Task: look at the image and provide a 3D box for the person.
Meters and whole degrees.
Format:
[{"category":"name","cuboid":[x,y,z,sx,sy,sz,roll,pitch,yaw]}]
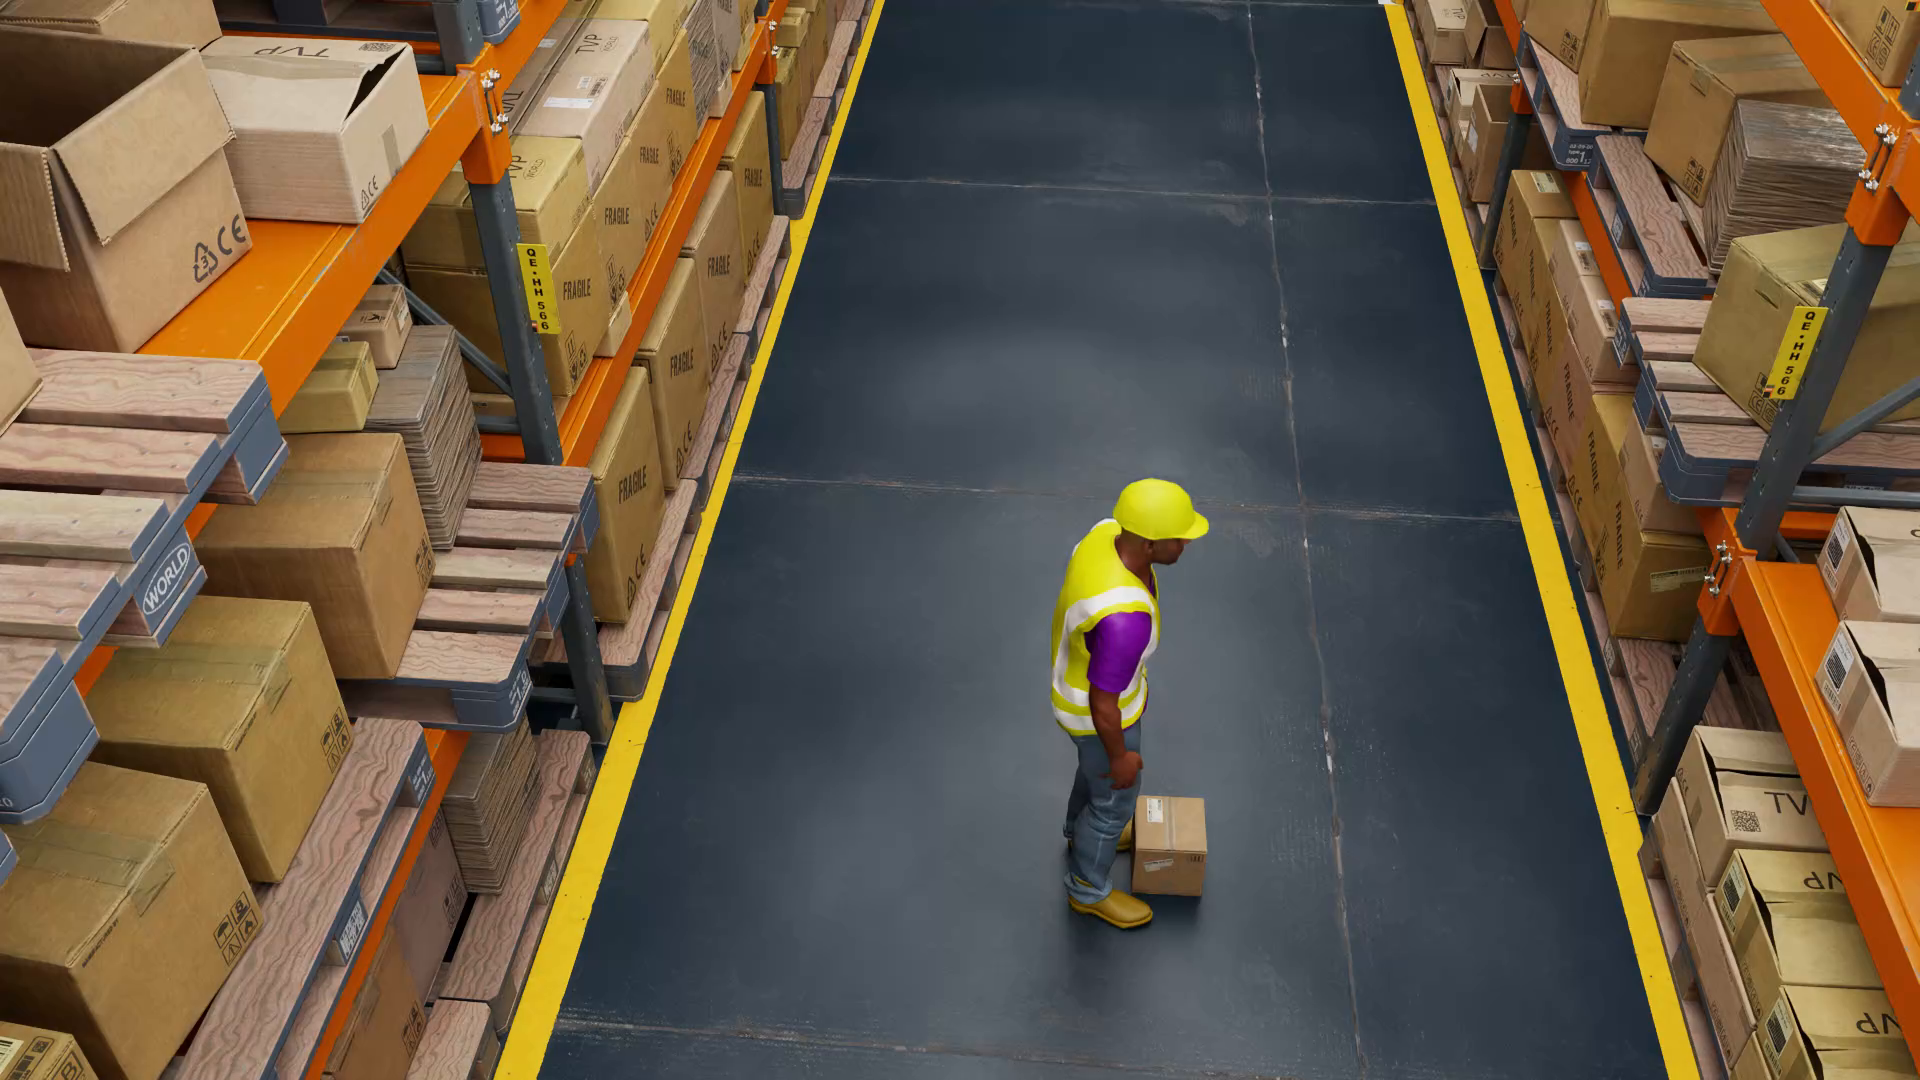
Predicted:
[{"category":"person","cuboid":[0.525,0.520,5.521,0.461,1.757,0.627,3,40,4]}]
